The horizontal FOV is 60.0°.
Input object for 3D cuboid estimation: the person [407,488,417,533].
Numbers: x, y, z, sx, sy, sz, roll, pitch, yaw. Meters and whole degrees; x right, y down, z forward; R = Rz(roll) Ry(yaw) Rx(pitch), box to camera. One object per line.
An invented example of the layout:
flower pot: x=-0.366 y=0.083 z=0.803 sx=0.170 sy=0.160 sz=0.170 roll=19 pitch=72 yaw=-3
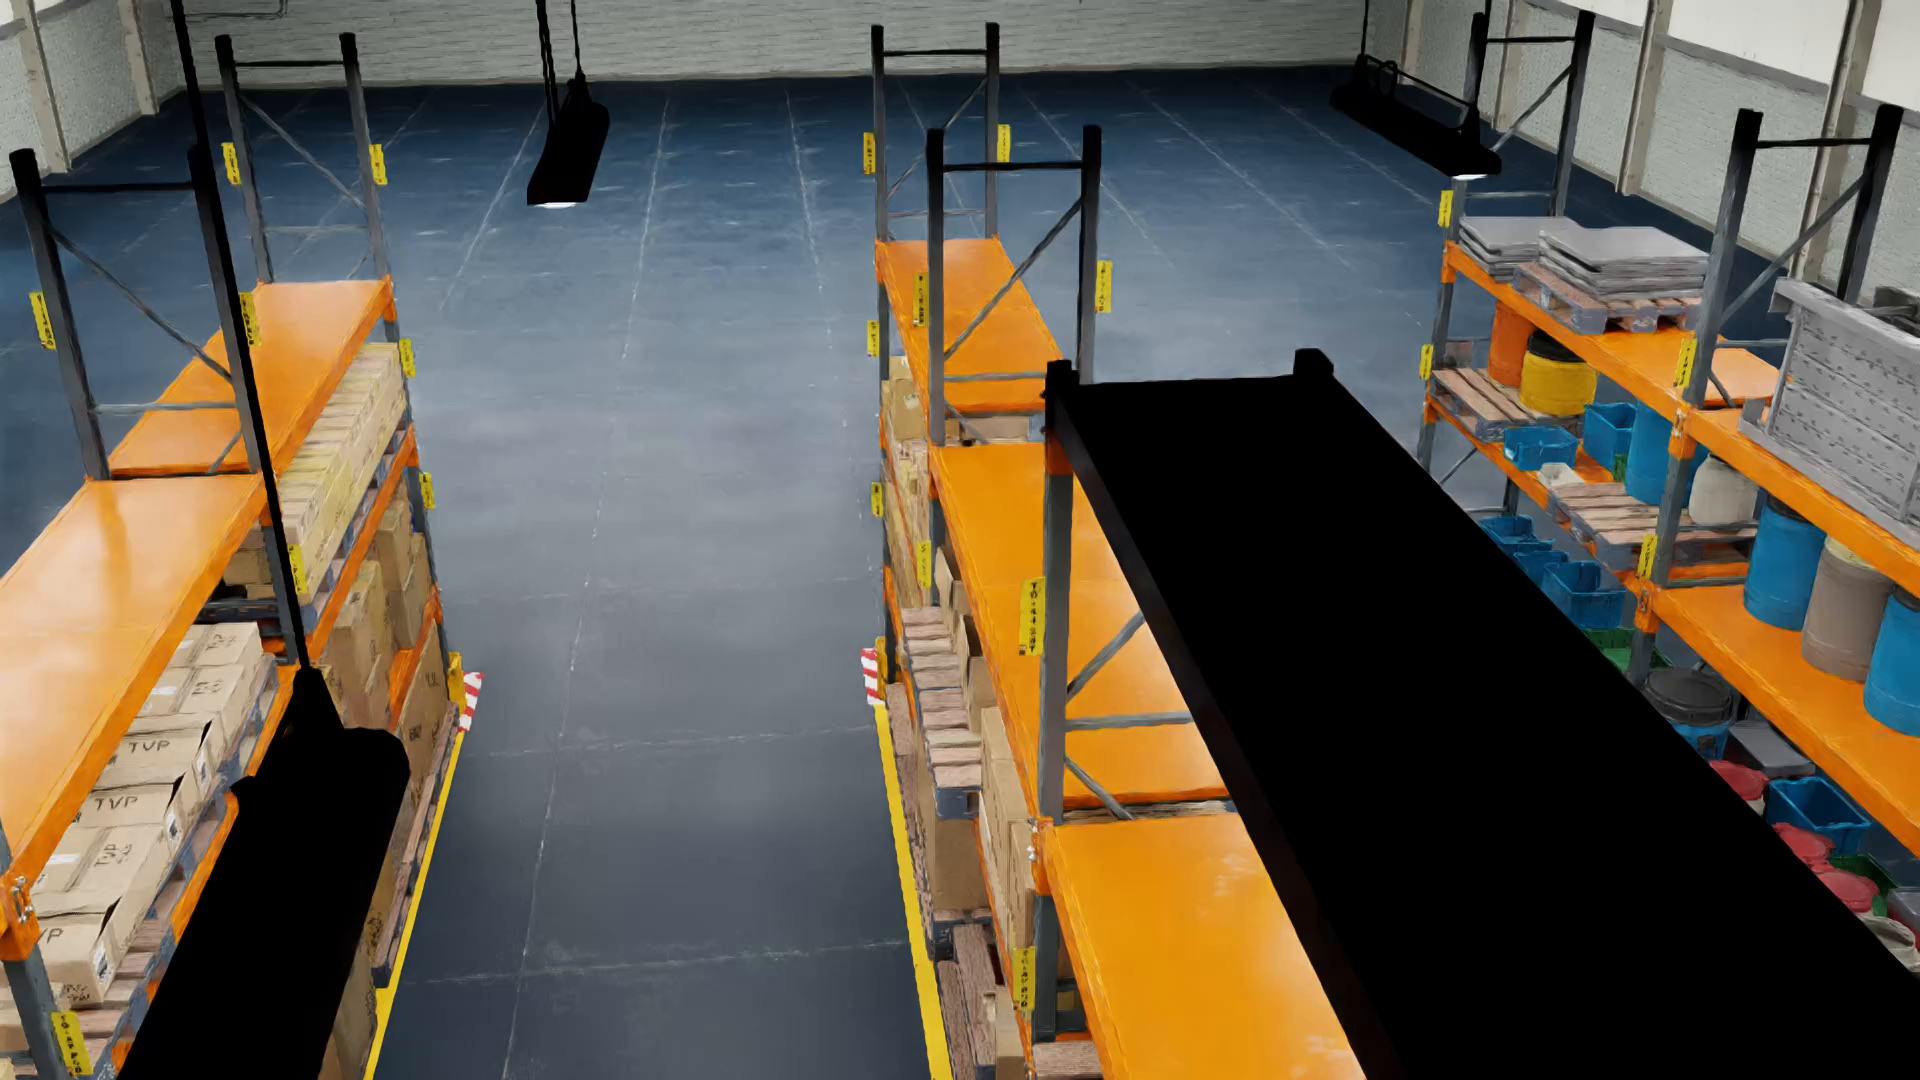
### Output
person: x=-5.398 y=0.210 z=16.197 sx=0.461 sy=1.596 sz=0.999 roll=-4 pitch=26 yaw=-7
